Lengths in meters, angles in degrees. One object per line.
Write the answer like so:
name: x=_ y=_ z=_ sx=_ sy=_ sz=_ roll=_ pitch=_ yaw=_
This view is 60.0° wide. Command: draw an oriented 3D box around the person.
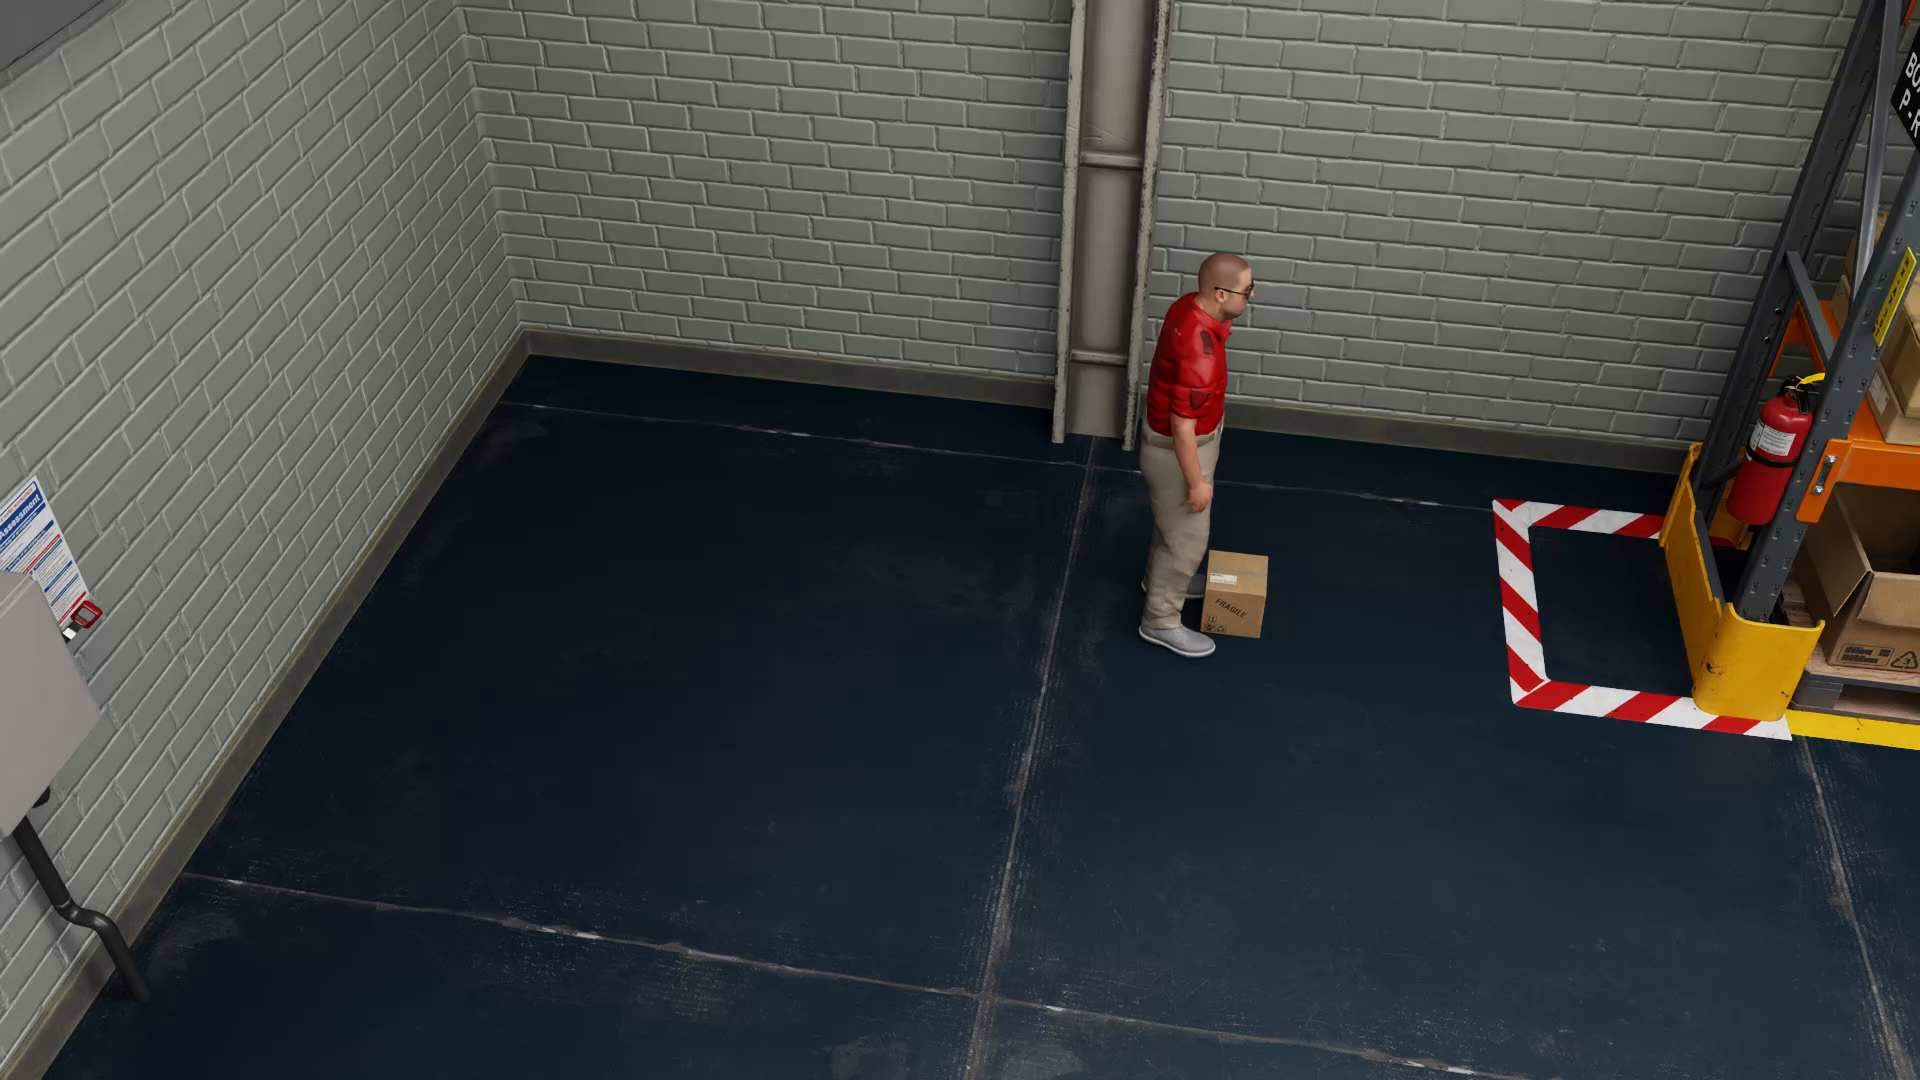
person: x=0.910 y=-0.364 z=6.597 sx=0.390 sy=1.727 sz=0.606 roll=4 pitch=40 yaw=5
